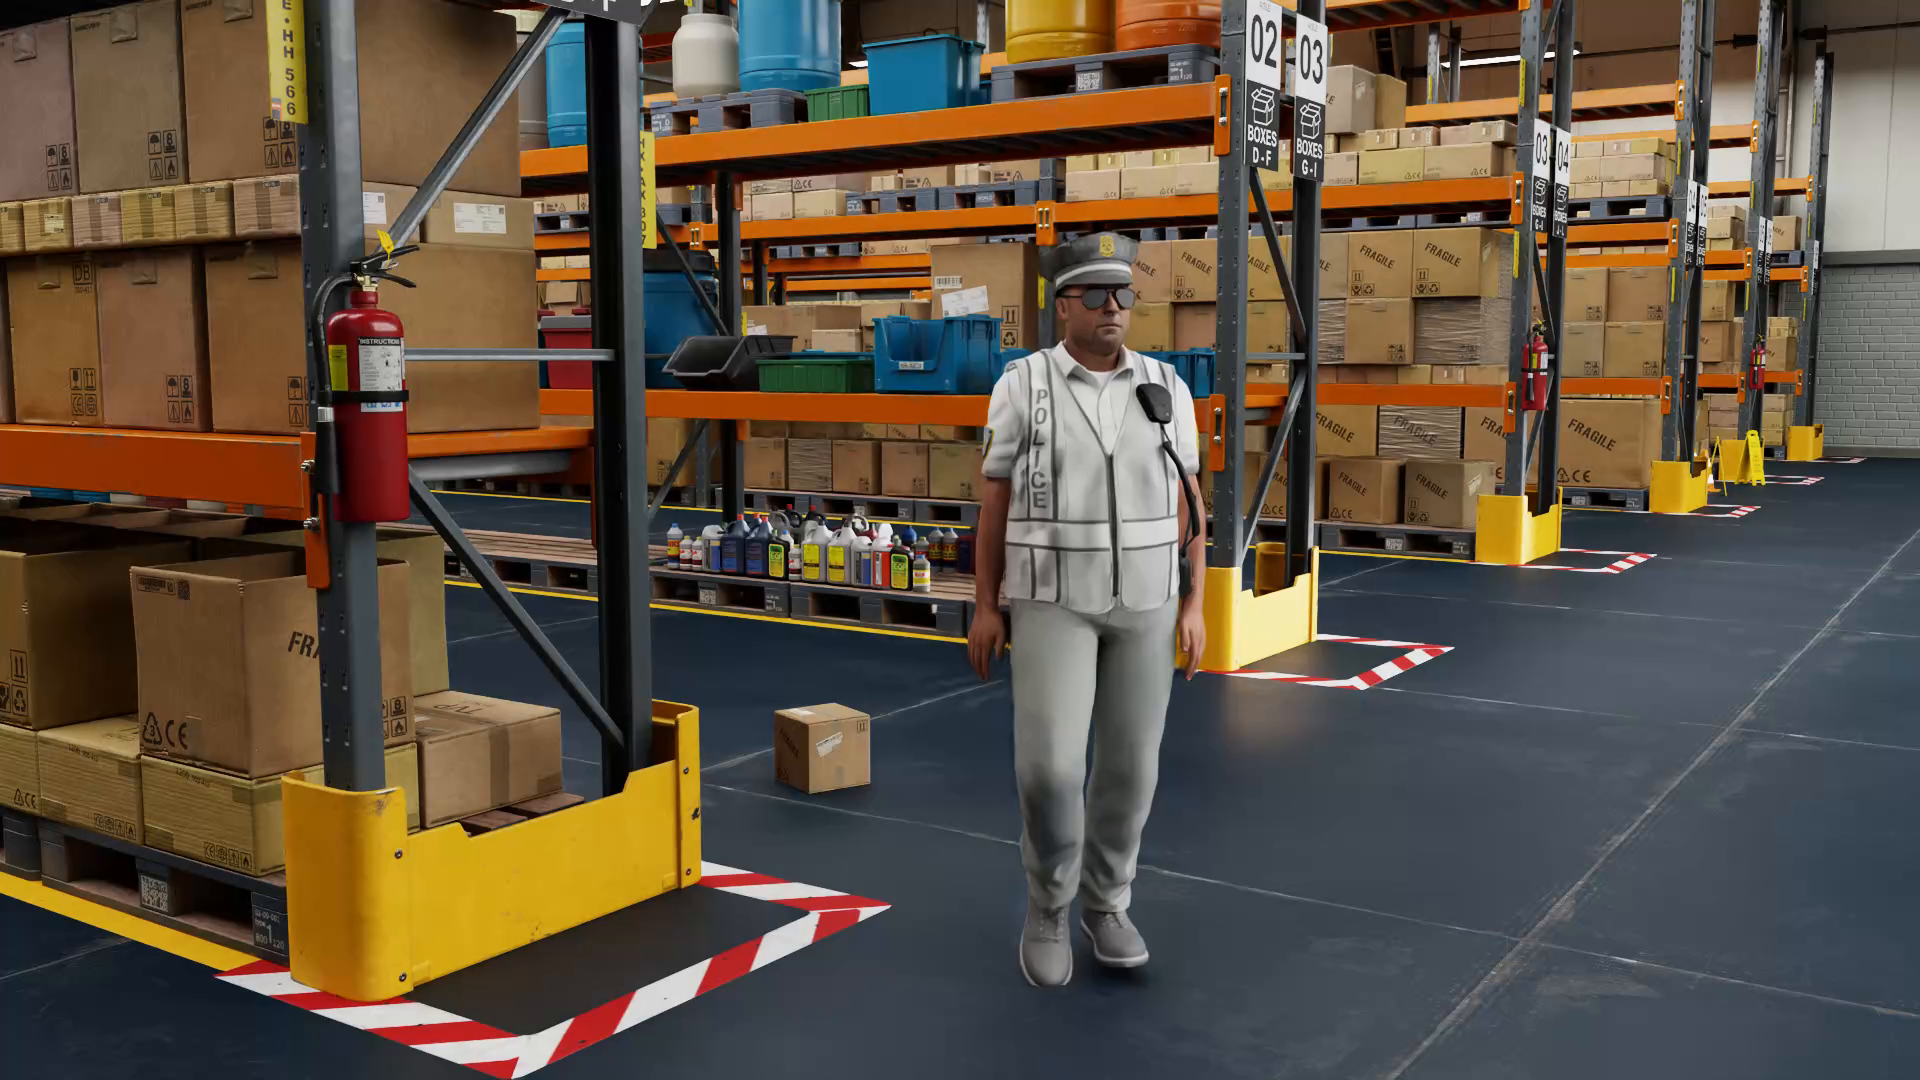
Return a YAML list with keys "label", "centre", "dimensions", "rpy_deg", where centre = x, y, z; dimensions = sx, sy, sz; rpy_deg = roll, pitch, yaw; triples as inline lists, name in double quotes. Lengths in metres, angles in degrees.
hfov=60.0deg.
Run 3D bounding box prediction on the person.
- label: "person"
  centre: [0.330, 0.184, 3.977]
  dimensions: [0.577, 1.819, 0.464]
  rpy_deg: [-1, 6, -12]
